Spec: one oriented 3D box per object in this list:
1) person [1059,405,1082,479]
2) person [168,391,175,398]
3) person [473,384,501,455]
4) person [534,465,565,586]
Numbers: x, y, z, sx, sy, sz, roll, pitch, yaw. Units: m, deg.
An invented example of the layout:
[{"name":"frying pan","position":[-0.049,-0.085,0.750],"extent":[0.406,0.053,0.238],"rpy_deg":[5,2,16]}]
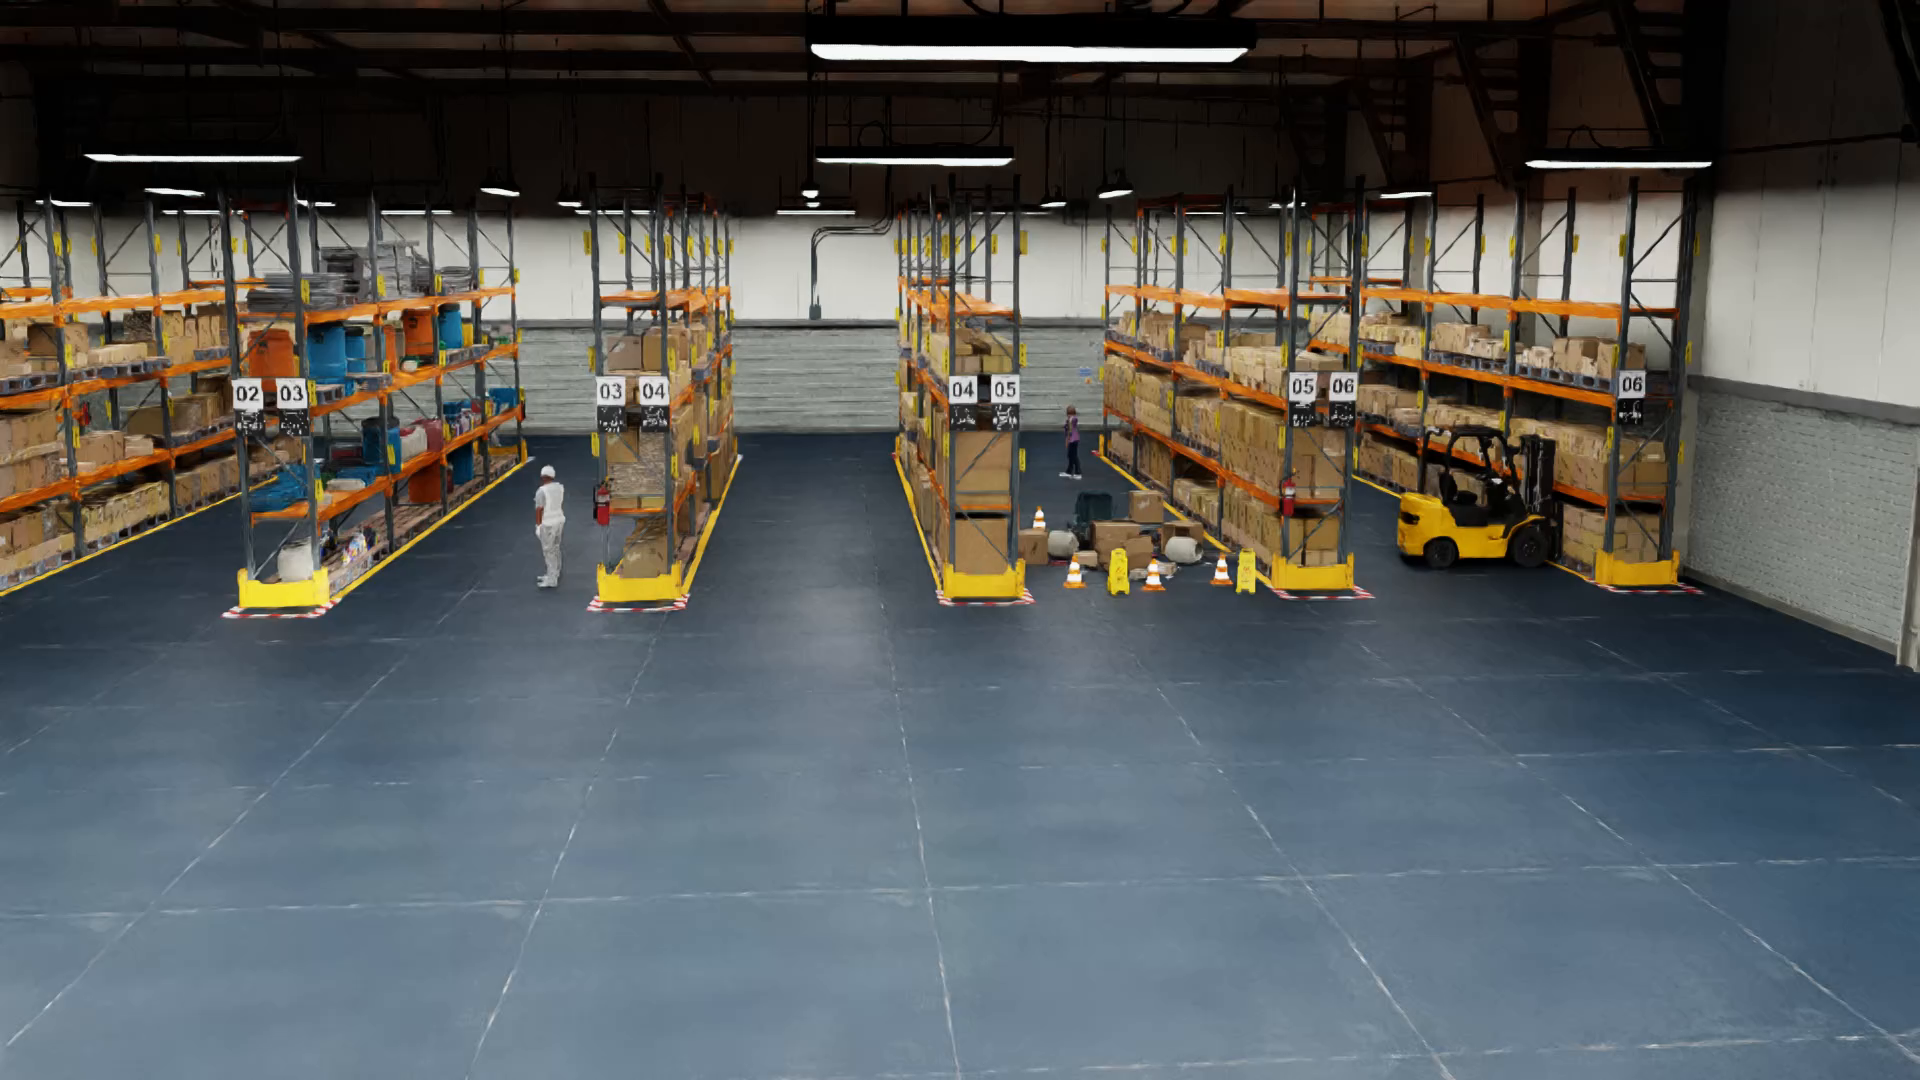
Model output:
[{"name":"person","position":[2.415,-2.145,36.187],"extent":[0.538,1.587,0.541],"rpy_deg":[3,10,15]},{"name":"person","position":[-17.776,-2.477,37.449],"extent":[0.400,1.790,0.643],"rpy_deg":[-3,11,-19]},{"name":"person","position":[-11.420,-2.885,40.120],"extent":[0.628,1.725,0.628],"rpy_deg":[-8,13,-38]},{"name":"person","position":[-6.161,-0.230,24.785],"extent":[0.493,1.785,0.616],"rpy_deg":[5,11,25]}]
